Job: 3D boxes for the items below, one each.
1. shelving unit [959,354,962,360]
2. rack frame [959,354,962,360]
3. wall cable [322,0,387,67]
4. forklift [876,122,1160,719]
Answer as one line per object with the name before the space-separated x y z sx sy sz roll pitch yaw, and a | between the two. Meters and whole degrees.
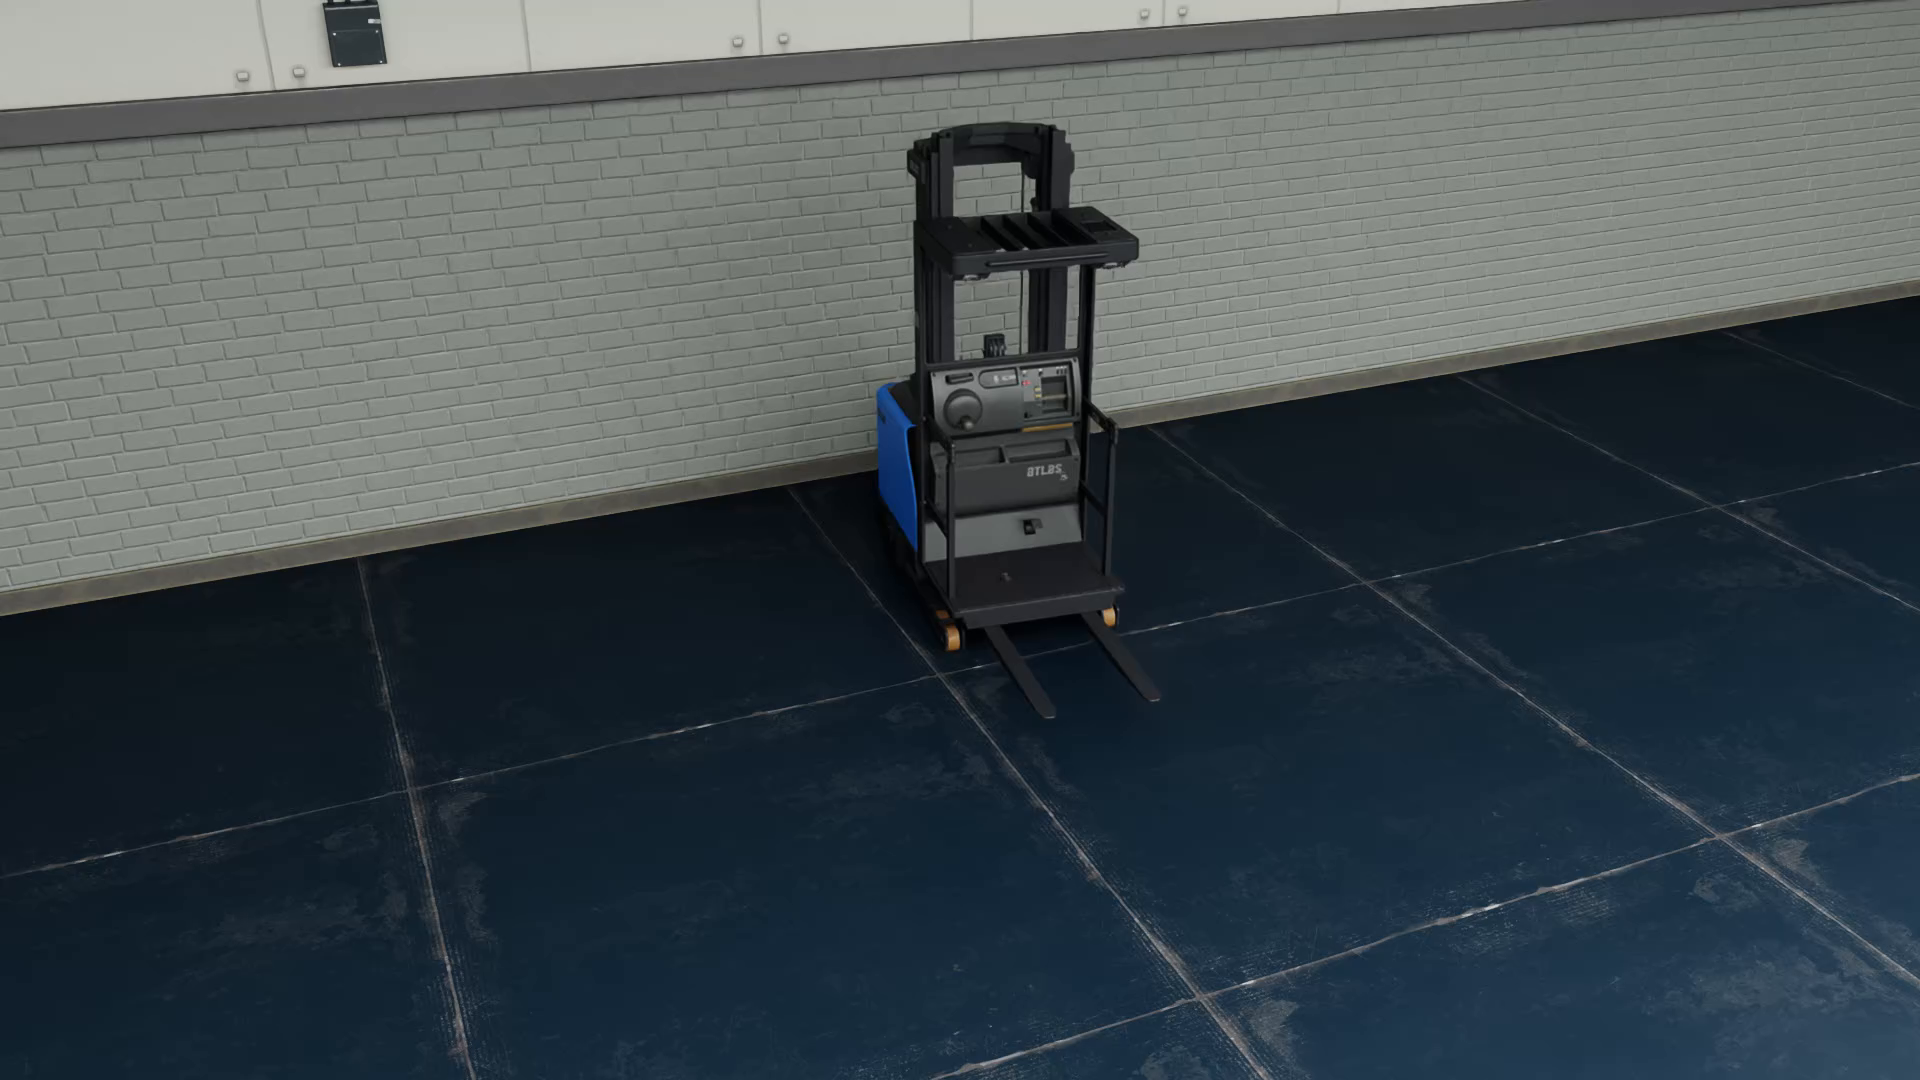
shelving unit | -0.128 -0.737 11.537 0.258 1.200 0.189 -8 27 -15
rack frame | -0.101 -0.698 11.458 0.240 1.200 0.006 -8 27 -15
wall cable | -2.653 -5.701 8.941 2.305 6.003 0.169 -11 28 -21
forklift | 0.341 -0.837 9.769 1.130 2.935 3.031 -8 27 -15
